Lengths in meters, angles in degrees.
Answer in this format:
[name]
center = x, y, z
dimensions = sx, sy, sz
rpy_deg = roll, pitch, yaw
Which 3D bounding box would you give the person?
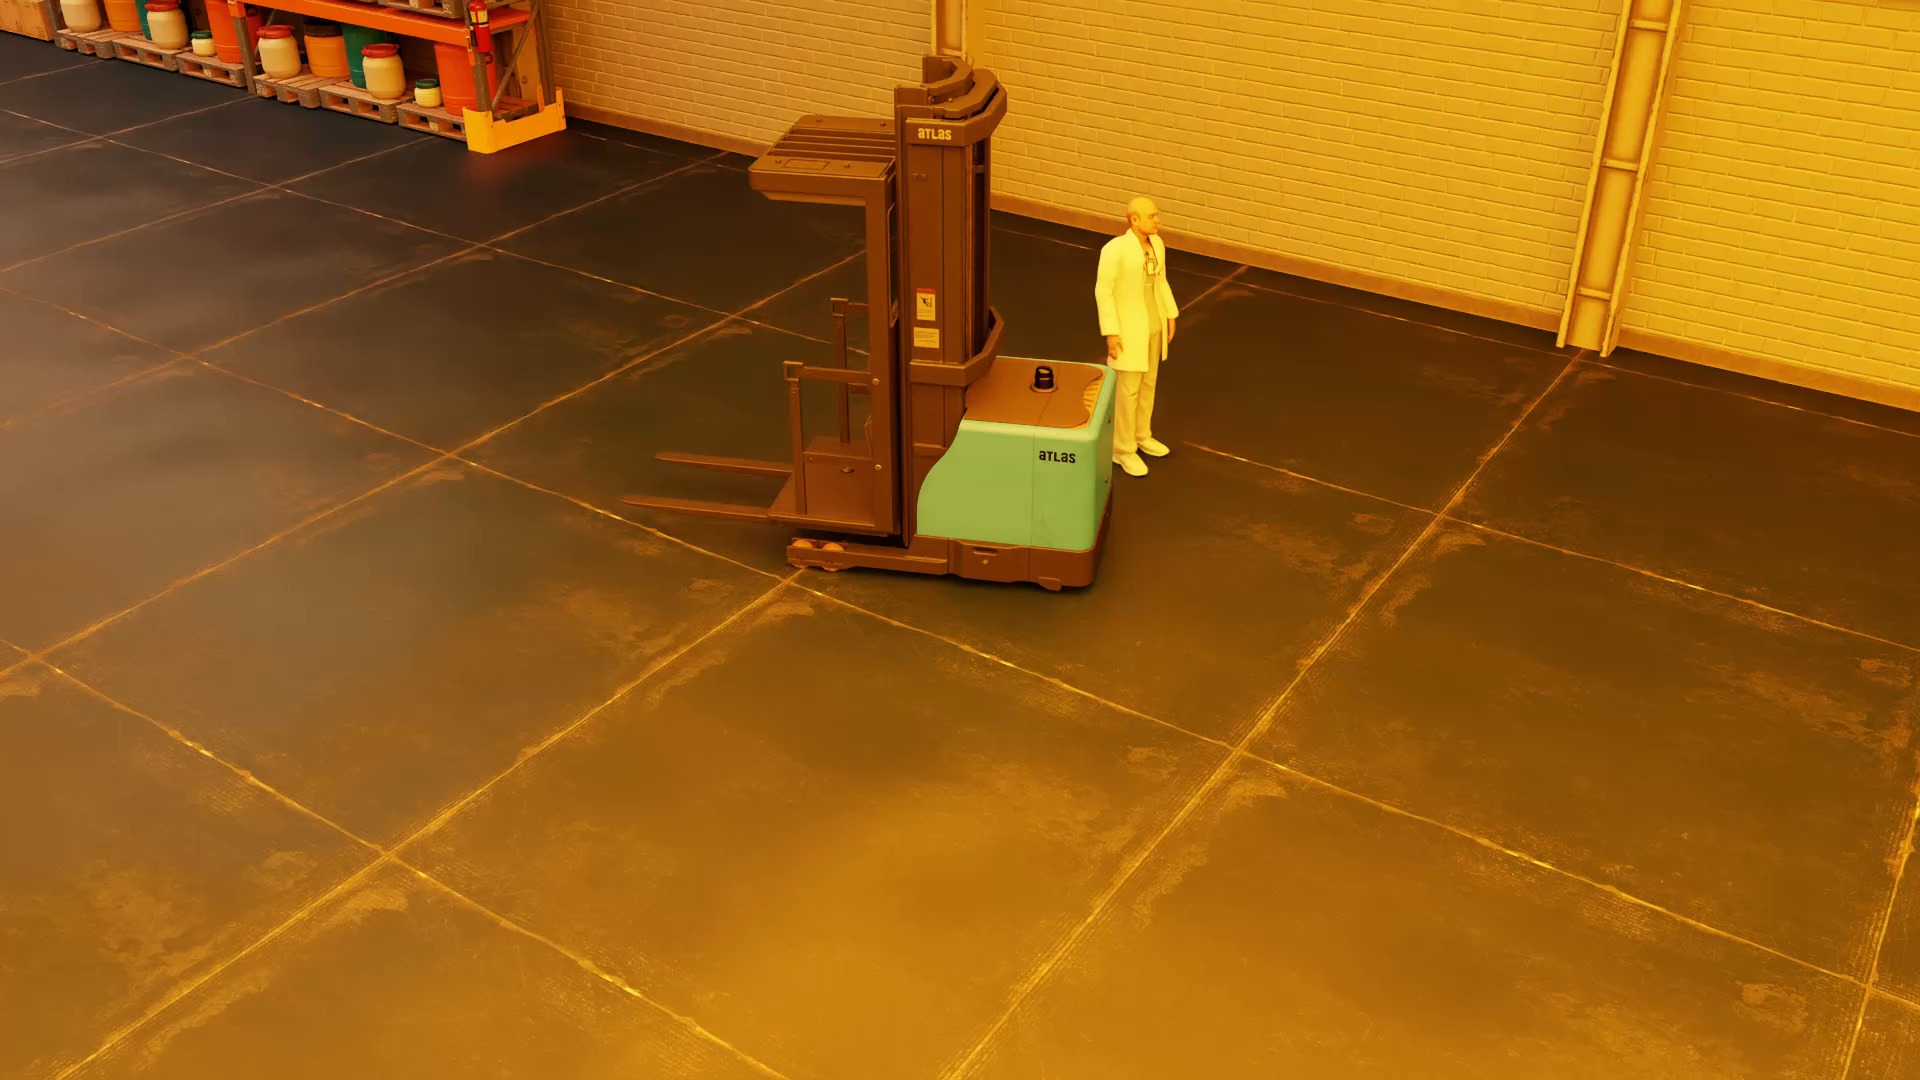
[person]
center = 1.257, -1.380, 11.096
dimensions = 0.702, 1.780, 0.564
rpy_deg = -26, 39, -37

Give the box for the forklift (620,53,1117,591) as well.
[forklift]
center = -0.596, -1.330, 9.871
dimensions = 3.031, 2.935, 1.130
rpy_deg = 6, 31, 10
